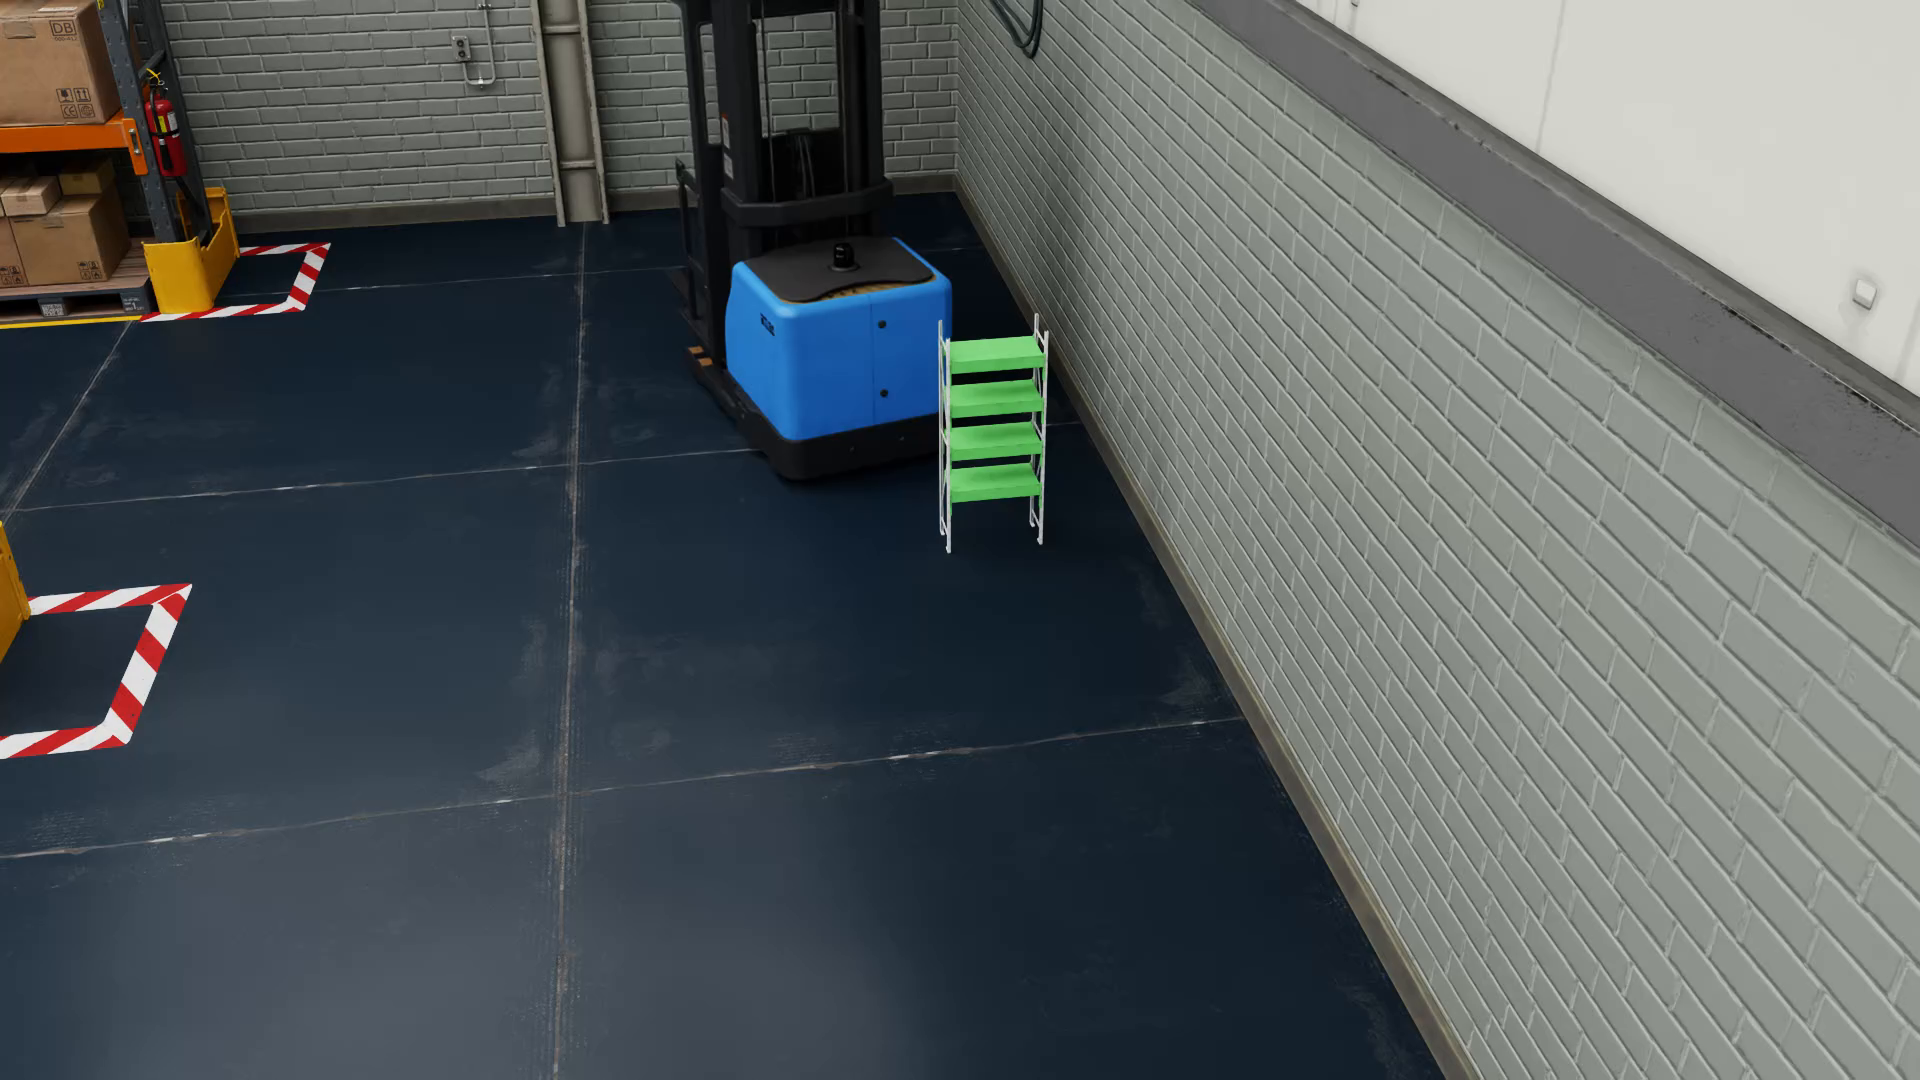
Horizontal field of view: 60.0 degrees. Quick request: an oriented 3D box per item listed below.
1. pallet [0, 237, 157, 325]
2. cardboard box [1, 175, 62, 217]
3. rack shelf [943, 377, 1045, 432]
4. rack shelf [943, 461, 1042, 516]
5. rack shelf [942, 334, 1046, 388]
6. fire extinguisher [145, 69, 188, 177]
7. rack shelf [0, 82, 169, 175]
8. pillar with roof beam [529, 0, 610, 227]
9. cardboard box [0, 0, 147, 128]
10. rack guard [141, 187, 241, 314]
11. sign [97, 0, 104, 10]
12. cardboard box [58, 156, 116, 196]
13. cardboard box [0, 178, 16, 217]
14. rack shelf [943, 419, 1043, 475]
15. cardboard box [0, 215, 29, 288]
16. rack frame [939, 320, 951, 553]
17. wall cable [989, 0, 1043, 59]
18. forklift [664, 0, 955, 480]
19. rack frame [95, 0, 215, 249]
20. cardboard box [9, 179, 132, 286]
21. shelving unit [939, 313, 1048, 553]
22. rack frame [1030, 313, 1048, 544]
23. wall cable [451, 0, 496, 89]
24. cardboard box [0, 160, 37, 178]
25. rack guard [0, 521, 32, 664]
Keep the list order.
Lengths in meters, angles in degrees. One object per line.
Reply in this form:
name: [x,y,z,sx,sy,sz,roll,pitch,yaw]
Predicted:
pallet: [-6.216,-1.822,11.640,1.213,0.211,1.003,-5,31,-9]
cardboard box: [-6.208,-2.302,11.118,0.250,0.149,0.380,-6,31,-10]
rack shelf: [0.163,-0.684,8.382,0.480,0.148,0.258,-5,31,-9]
rack shelf: [0.163,-0.270,8.626,0.480,0.148,0.258,-5,31,-9]
rack shelf: [0.163,-0.891,8.261,0.480,0.148,0.258,-5,31,-9]
fire extinguisher: [-5.212,-2.725,10.870,0.183,0.674,0.296,-5,31,-9]
rack shelf: [-7.411,-2.643,10.995,4.000,0.370,1.077,-5,31,-9]
pillar with roof beam: [-2.168,-4.253,7.105,0.400,9.000,9.100,-5,31,-9]
cardboard box: [-5.944,-3.213,10.960,0.700,0.700,0.980,-4,31,-7]
rack guard: [-5.420,-2.060,11.761,0.348,0.500,1.175,-5,31,-9]
sign: [-5.360,-3.465,10.308,0.005,0.325,0.100,-5,31,-9]
cardboard box: [-6.027,-2.516,11.482,0.250,0.149,0.380,-5,31,-9]
cardboard box: [-6.459,-2.279,11.078,0.250,0.149,0.380,-5,31,-8]
rack shelf: [0.163,-0.477,8.504,0.480,0.148,0.258,-5,31,-9]
cardboard box: [-6.606,-2.080,11.379,0.500,0.500,0.700,-5,31,-9]
rack frame: [-0.077,-0.510,8.434,0.015,1.200,0.240,-5,31,-9]
wall cable: [0.184,-4.721,10.965,0.112,2.526,3.097,-5,31,-9]
forklift: [-1.103,-2.321,9.805,1.130,2.935,3.031,-13,33,-21]
rack frame: [-5.444,-3.136,11.123,0.127,3.000,1.000,-5,31,-9]
cardboard box: [-6.114,-2.125,11.457,0.500,0.500,0.700,-5,31,-9]
shelving unit: [0.163,-0.532,8.472,0.503,1.200,0.258,-5,31,-9]
rack frame: [0.403,-0.555,8.509,0.015,1.200,0.240,-5,31,-9]
wall cable: [-4.355,-4.162,11.867,1.851,1.984,0.084,-5,31,-9]
cardboard box: [-6.526,-2.469,11.402,0.250,0.149,0.380,-5,31,-9]
rack guard: [-4.623,0.418,7.545,0.348,0.500,1.175,-5,31,-9]
